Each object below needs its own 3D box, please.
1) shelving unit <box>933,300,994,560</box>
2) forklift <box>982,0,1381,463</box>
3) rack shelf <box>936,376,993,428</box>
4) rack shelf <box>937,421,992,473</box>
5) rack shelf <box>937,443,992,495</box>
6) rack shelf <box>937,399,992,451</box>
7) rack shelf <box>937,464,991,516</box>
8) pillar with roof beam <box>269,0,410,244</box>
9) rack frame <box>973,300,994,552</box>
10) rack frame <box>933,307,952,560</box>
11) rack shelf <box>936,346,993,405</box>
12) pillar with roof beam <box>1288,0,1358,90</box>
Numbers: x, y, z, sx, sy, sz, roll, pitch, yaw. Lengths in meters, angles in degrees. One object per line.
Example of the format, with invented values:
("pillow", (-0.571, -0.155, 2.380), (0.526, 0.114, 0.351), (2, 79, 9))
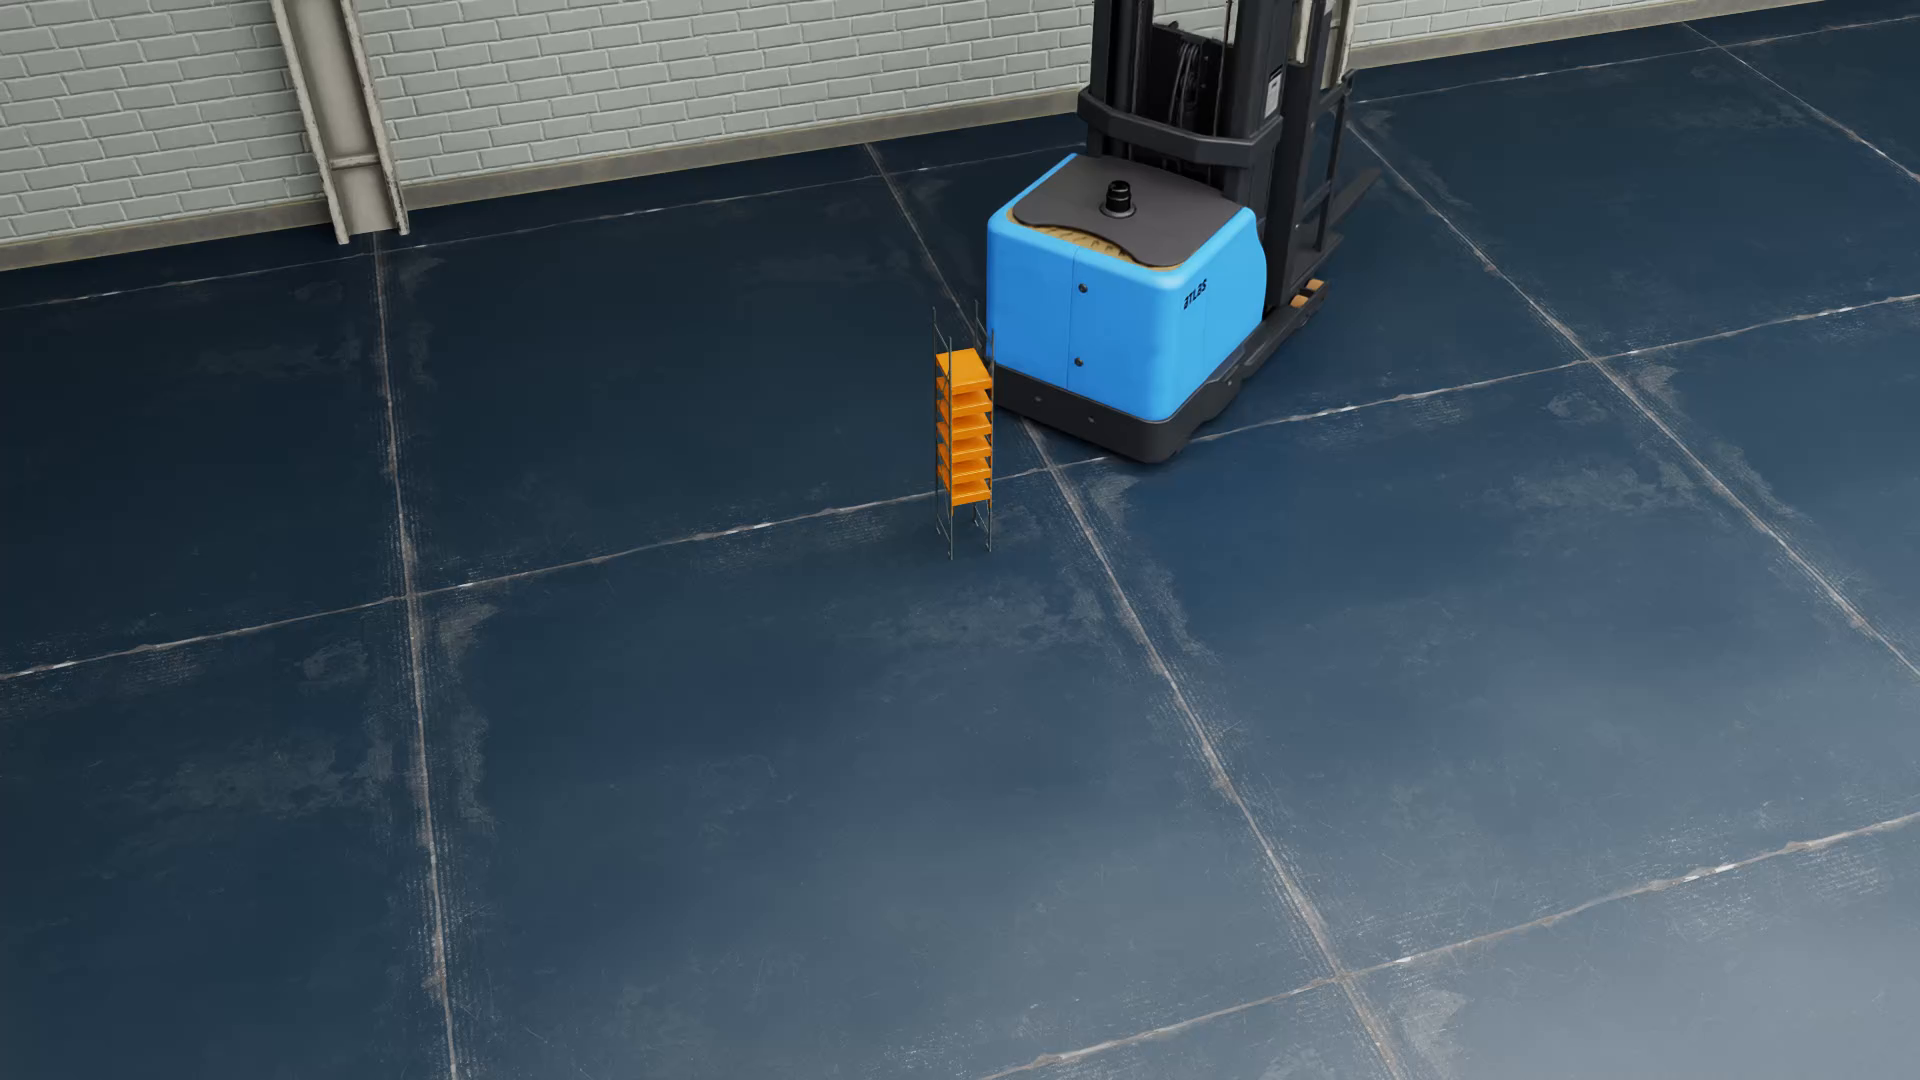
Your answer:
("shelving unit", (0.014, -0.455, 7.208), (0.189, 1.200, 0.258), (-12, 42, -13))
("forklift", (1.350, -2.407, 8.127), (1.130, 2.935, 3.031), (24, 46, 25))
("rack shelf", (0.014, -0.602, 7.079), (0.180, 0.103, 0.258), (-12, 42, -13))
("rack shelf", (0.014, -0.421, 7.237), (0.180, 0.103, 0.258), (-12, 42, -13))
("rack shelf", (0.014, -0.331, 7.316), (0.180, 0.103, 0.258), (-12, 42, -13))
("rack shelf", (0.014, -0.512, 7.158), (0.180, 0.103, 0.258), (-12, 42, -13))
("rack shelf", (0.014, -0.241, 7.395), (0.180, 0.103, 0.258), (-12, 42, -13))
("pillar with roof beam", (-2.130, -2.518, 3.643), (0.400, 9.000, 9.100), (-12, 42, -13))
("rack frame", (0.101, -0.473, 7.229), (0.006, 1.200, 0.240), (-12, 42, -13))
("rack frame", (-0.073, -0.437, 7.187), (0.006, 1.200, 0.240), (-12, 42, -13))
("rack shelf", (0.014, -0.692, 7.000), (0.180, 0.103, 0.258), (-12, 42, -13))
("pillar with roof beam", (3.593, -3.704, 5.000), (0.400, 9.000, 9.100), (-12, 42, -13))
